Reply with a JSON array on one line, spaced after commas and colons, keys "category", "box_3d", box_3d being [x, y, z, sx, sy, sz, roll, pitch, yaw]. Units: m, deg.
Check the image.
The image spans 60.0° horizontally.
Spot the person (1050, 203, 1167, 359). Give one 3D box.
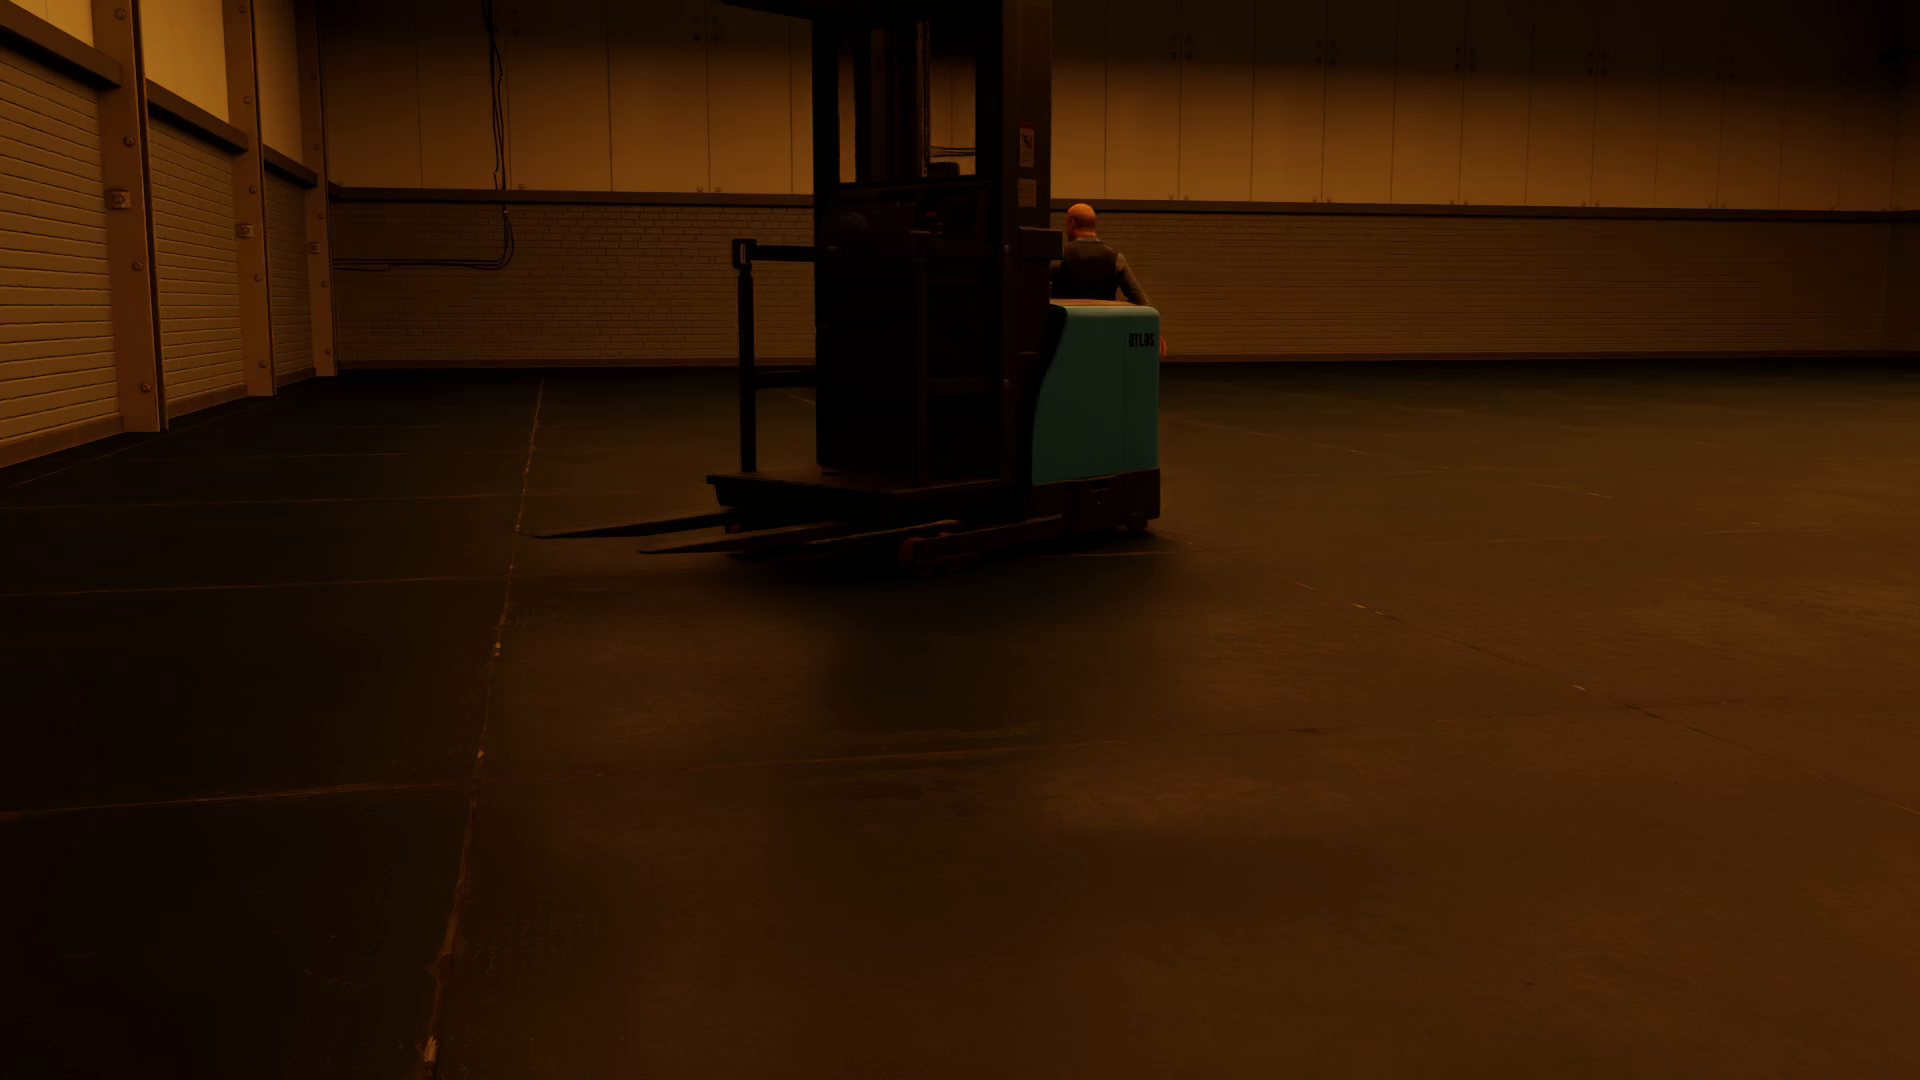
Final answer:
[{"category": "person", "box_3d": [0.756, -1.199, 10.269, 0.974, 1.715, 0.700, -2, 8, -12]}]

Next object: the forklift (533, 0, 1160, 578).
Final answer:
[{"category": "forklift", "box_3d": [-0.373, -1.378, 6.982, 1.130, 2.935, 3.031, 7, 10, 39]}]
